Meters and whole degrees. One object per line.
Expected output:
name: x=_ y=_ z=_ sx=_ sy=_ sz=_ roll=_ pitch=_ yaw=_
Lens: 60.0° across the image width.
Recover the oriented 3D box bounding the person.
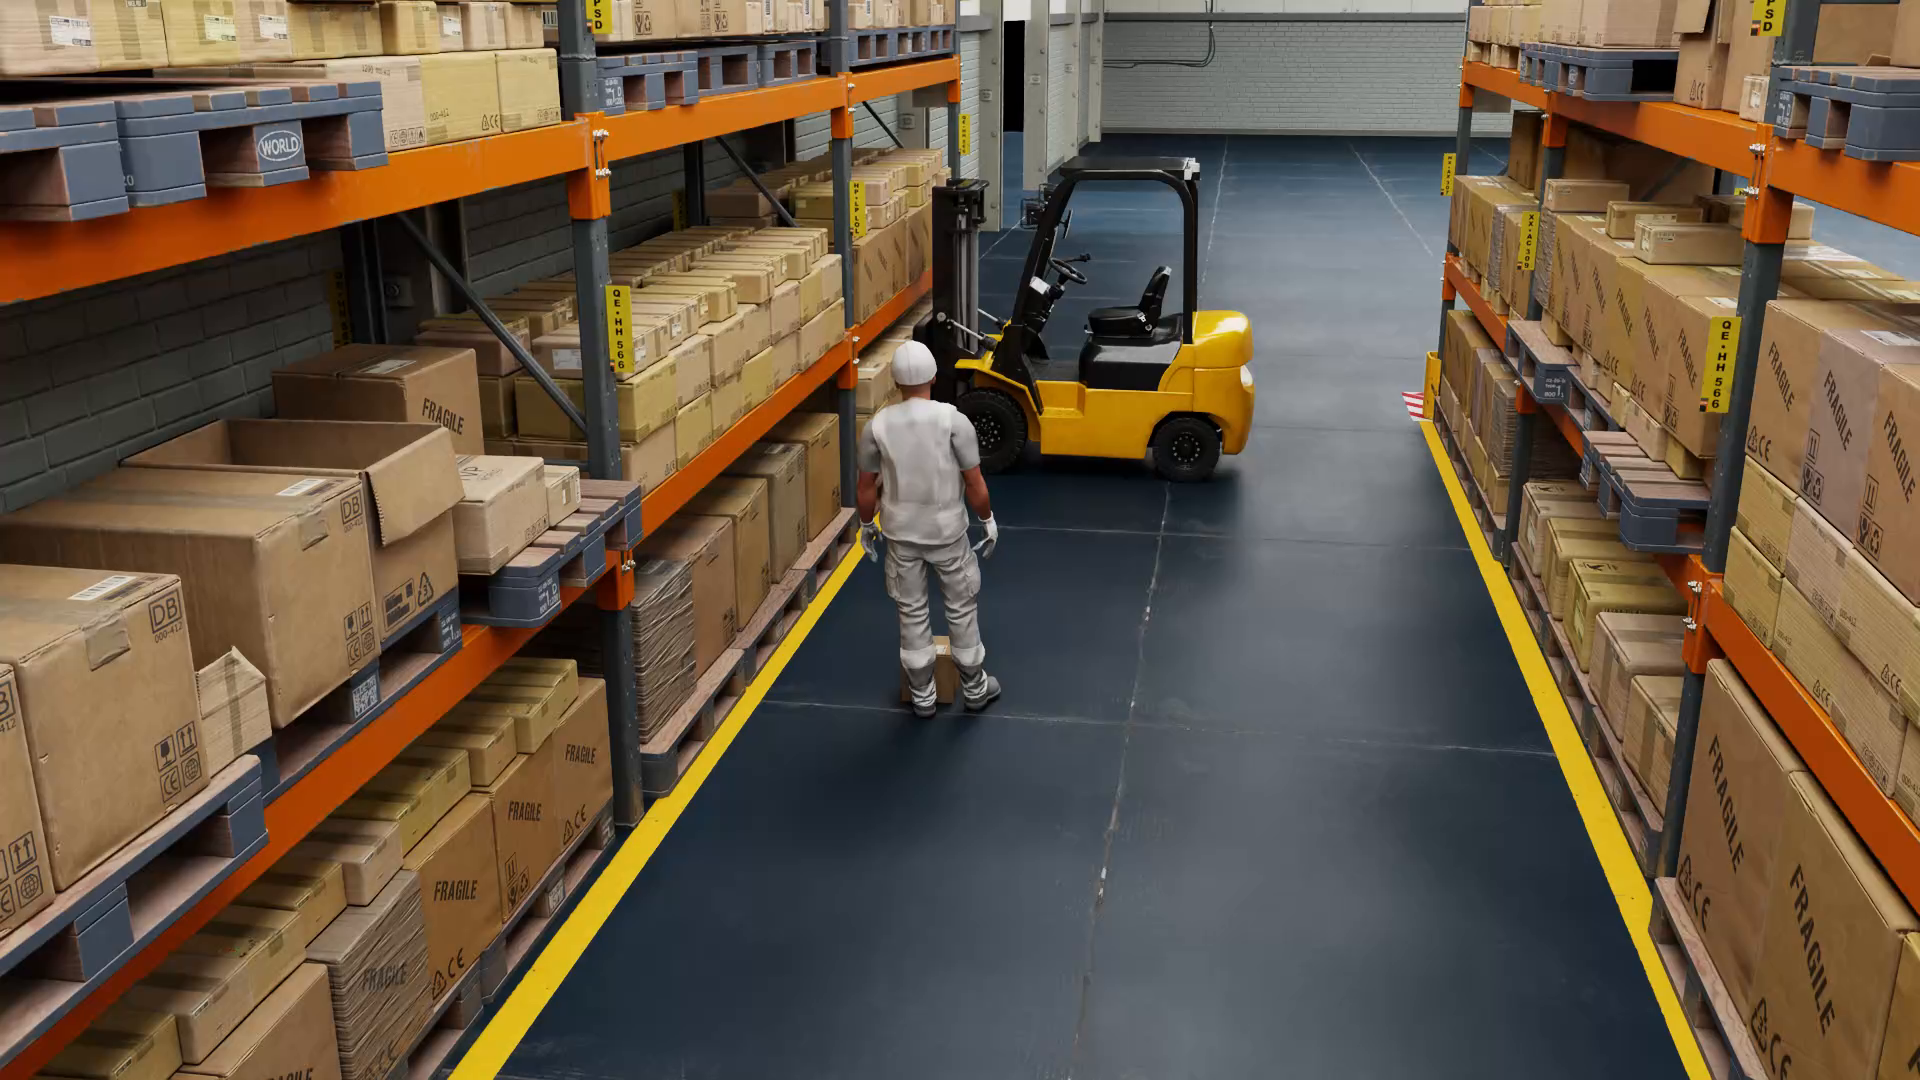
person: x=-0.137 y=-0.057 z=7.658 sx=0.638 sy=1.789 sz=0.561 roll=3 pitch=18 yaw=9
